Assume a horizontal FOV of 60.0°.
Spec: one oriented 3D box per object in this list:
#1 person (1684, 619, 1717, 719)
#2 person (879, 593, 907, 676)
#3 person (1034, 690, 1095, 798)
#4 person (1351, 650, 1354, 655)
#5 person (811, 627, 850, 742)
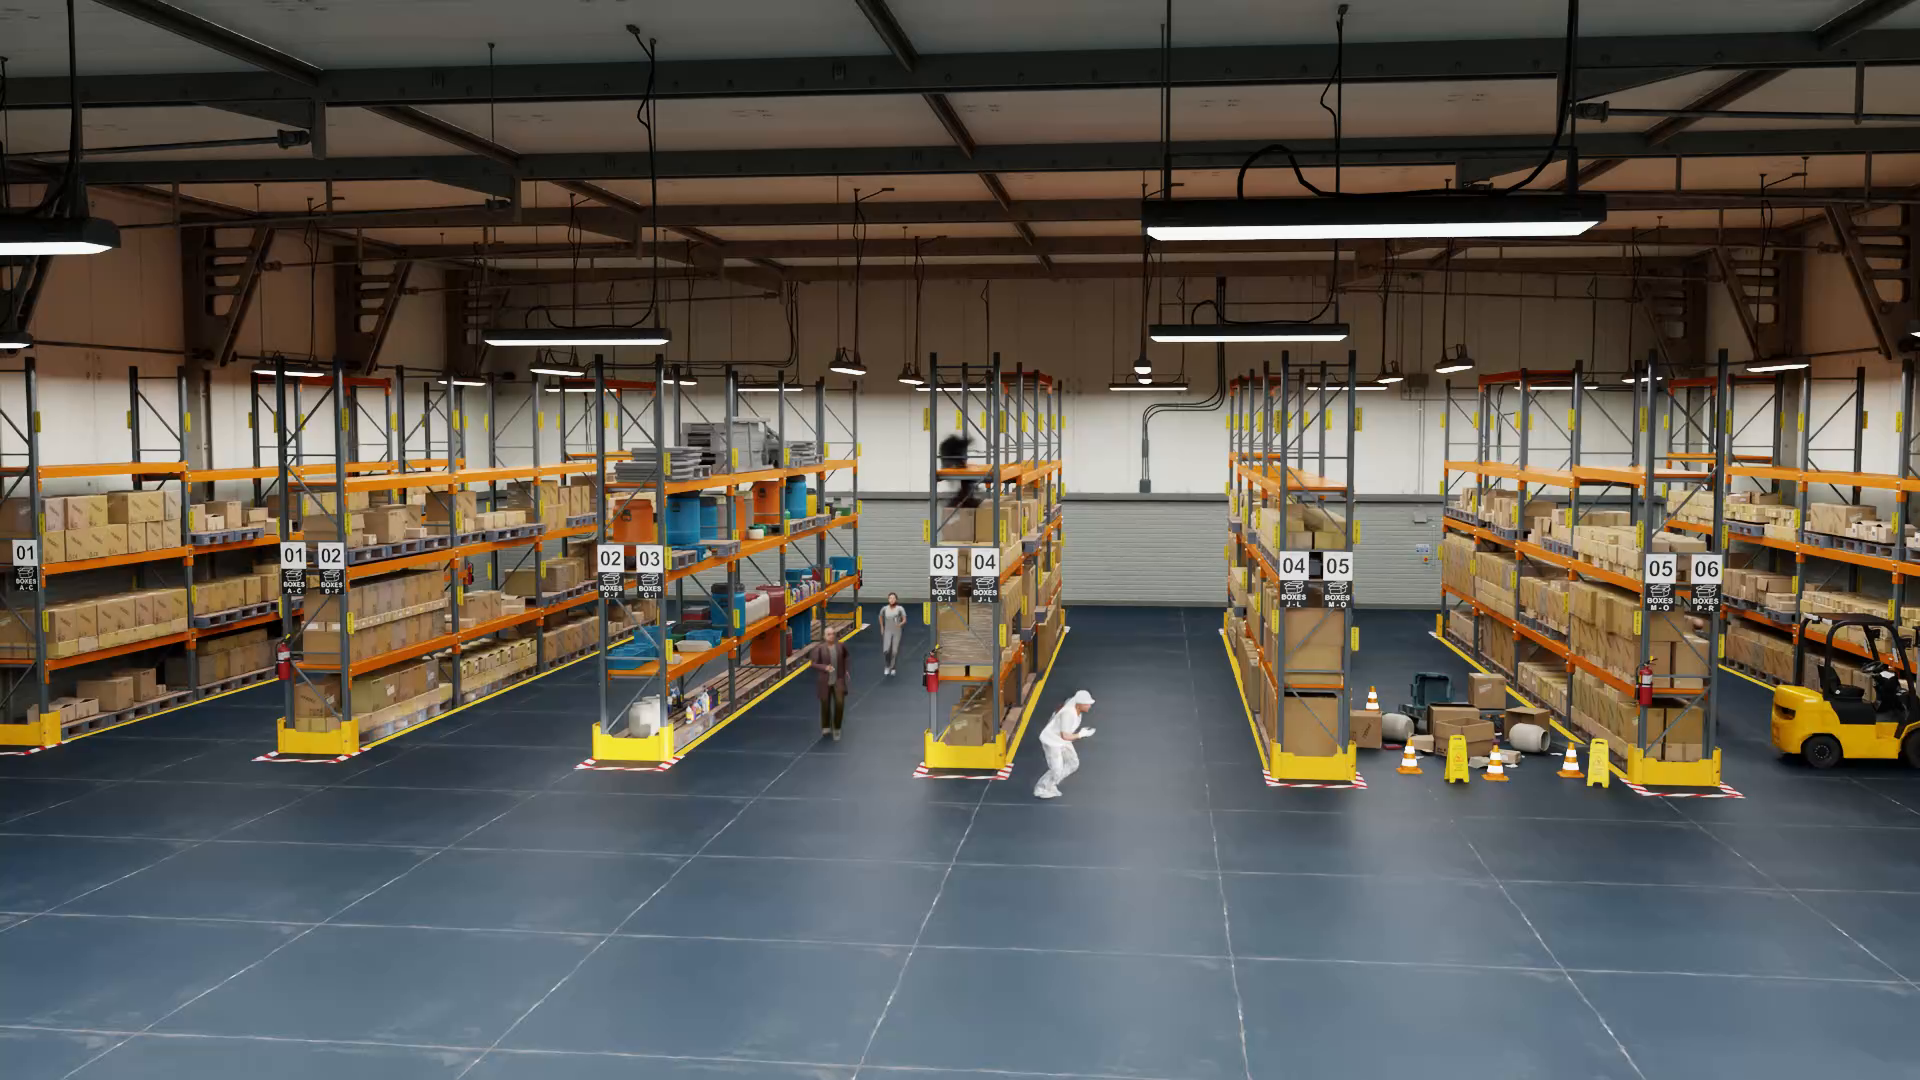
[{"bbox_3d":[12.432,2.189,27.958,0.650,1.696,0.976,0,4,0],"label":"person"},{"bbox_3d":[-1.331,1.857,32.773,0.571,1.648,0.634,0,4,2],"label":"person"},{"bbox_3d":[1.378,2.700,21.917,0.968,1.514,0.667,2,5,29],"label":"person"},{"bbox_3d":[8.155,1.700,35.574,0.573,1.615,0.961,-1,4,-10],"label":"person"},{"bbox_3d":[-2.032,2.271,26.180,0.658,1.810,0.883,-1,4,-12],"label":"person"}]
